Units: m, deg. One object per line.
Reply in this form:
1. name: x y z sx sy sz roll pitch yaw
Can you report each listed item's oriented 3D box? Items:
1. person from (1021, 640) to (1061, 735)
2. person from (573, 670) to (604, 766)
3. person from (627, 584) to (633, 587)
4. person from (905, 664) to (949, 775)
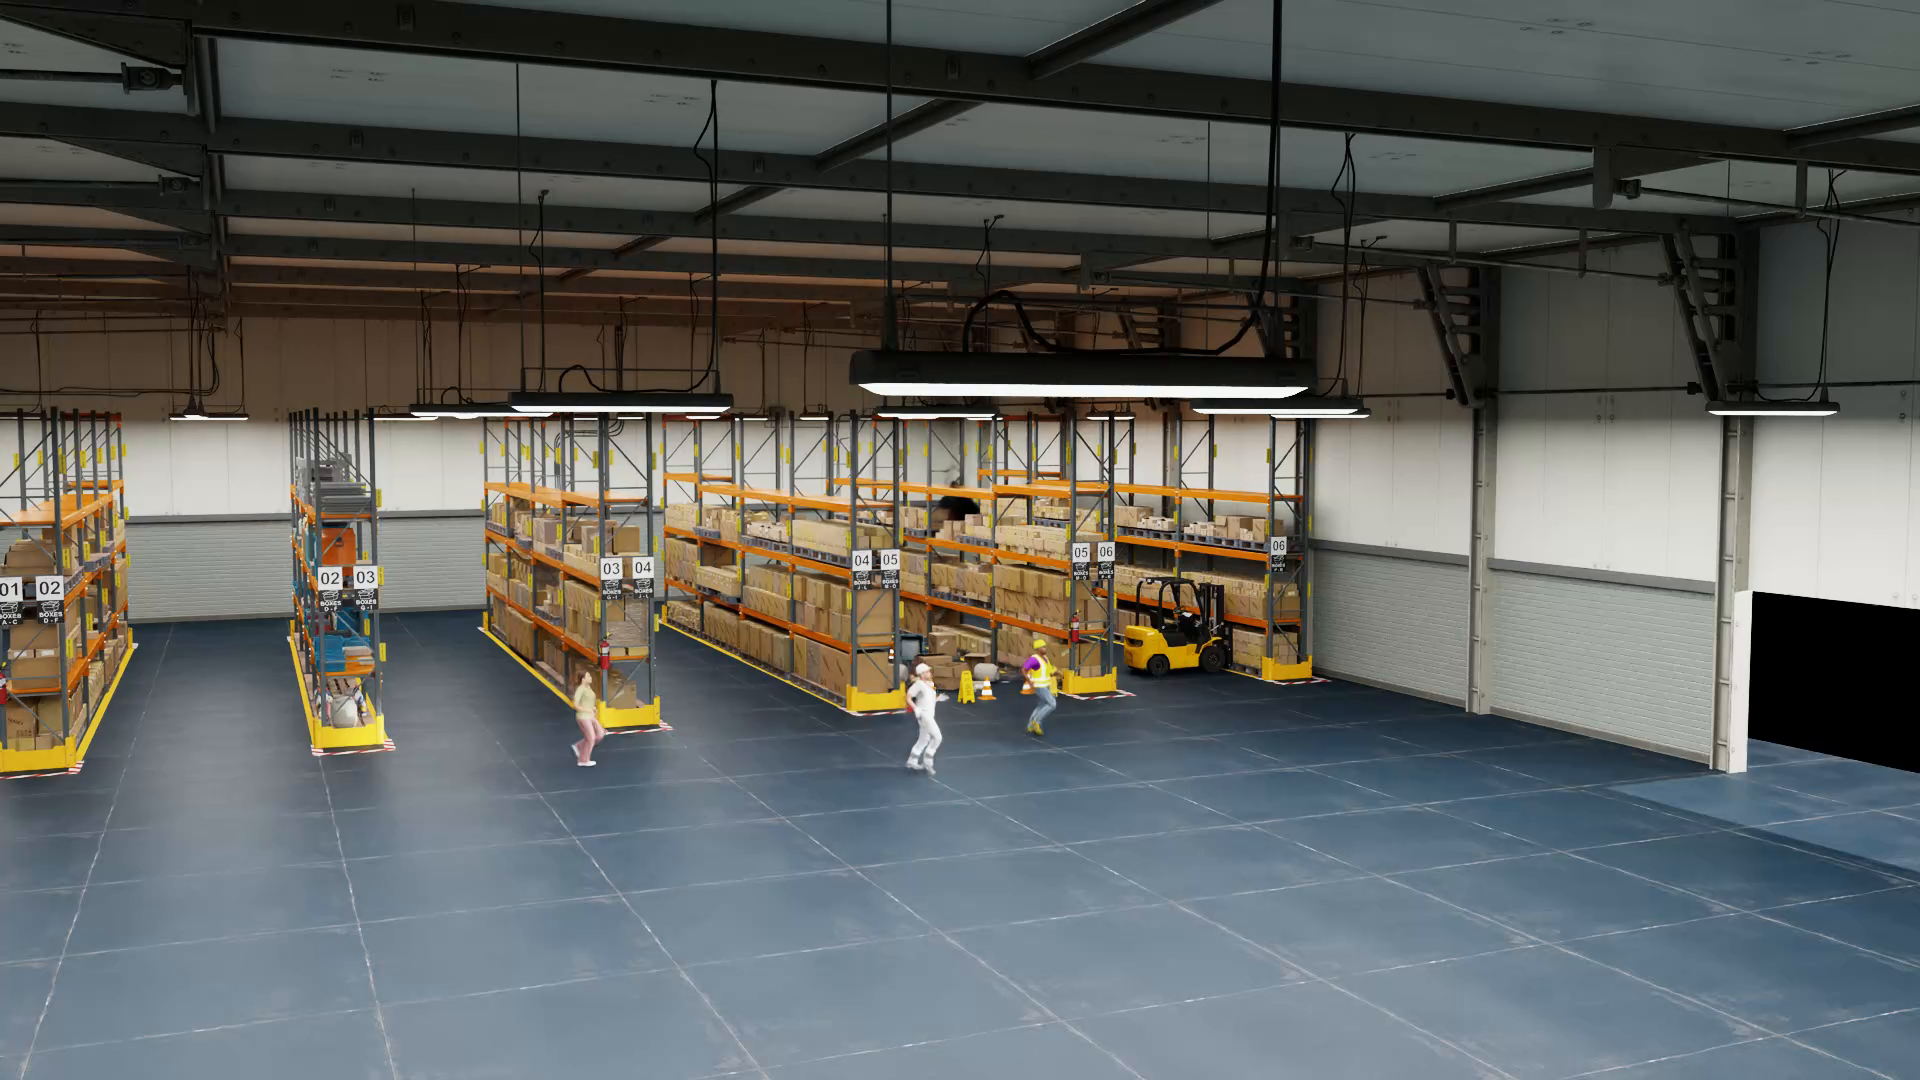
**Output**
1. person: 1.528 2.701 30.556 0.667 1.740 0.684 2 4 21
2. person: -6.245 2.967 27.736 0.533 1.617 0.558 1 4 10
3. person: -9.275 1.656 46.358 0.681 1.690 0.798 -1 4 -15
4. person: -0.543 2.930 27.174 0.699 1.825 0.633 1 4 8
